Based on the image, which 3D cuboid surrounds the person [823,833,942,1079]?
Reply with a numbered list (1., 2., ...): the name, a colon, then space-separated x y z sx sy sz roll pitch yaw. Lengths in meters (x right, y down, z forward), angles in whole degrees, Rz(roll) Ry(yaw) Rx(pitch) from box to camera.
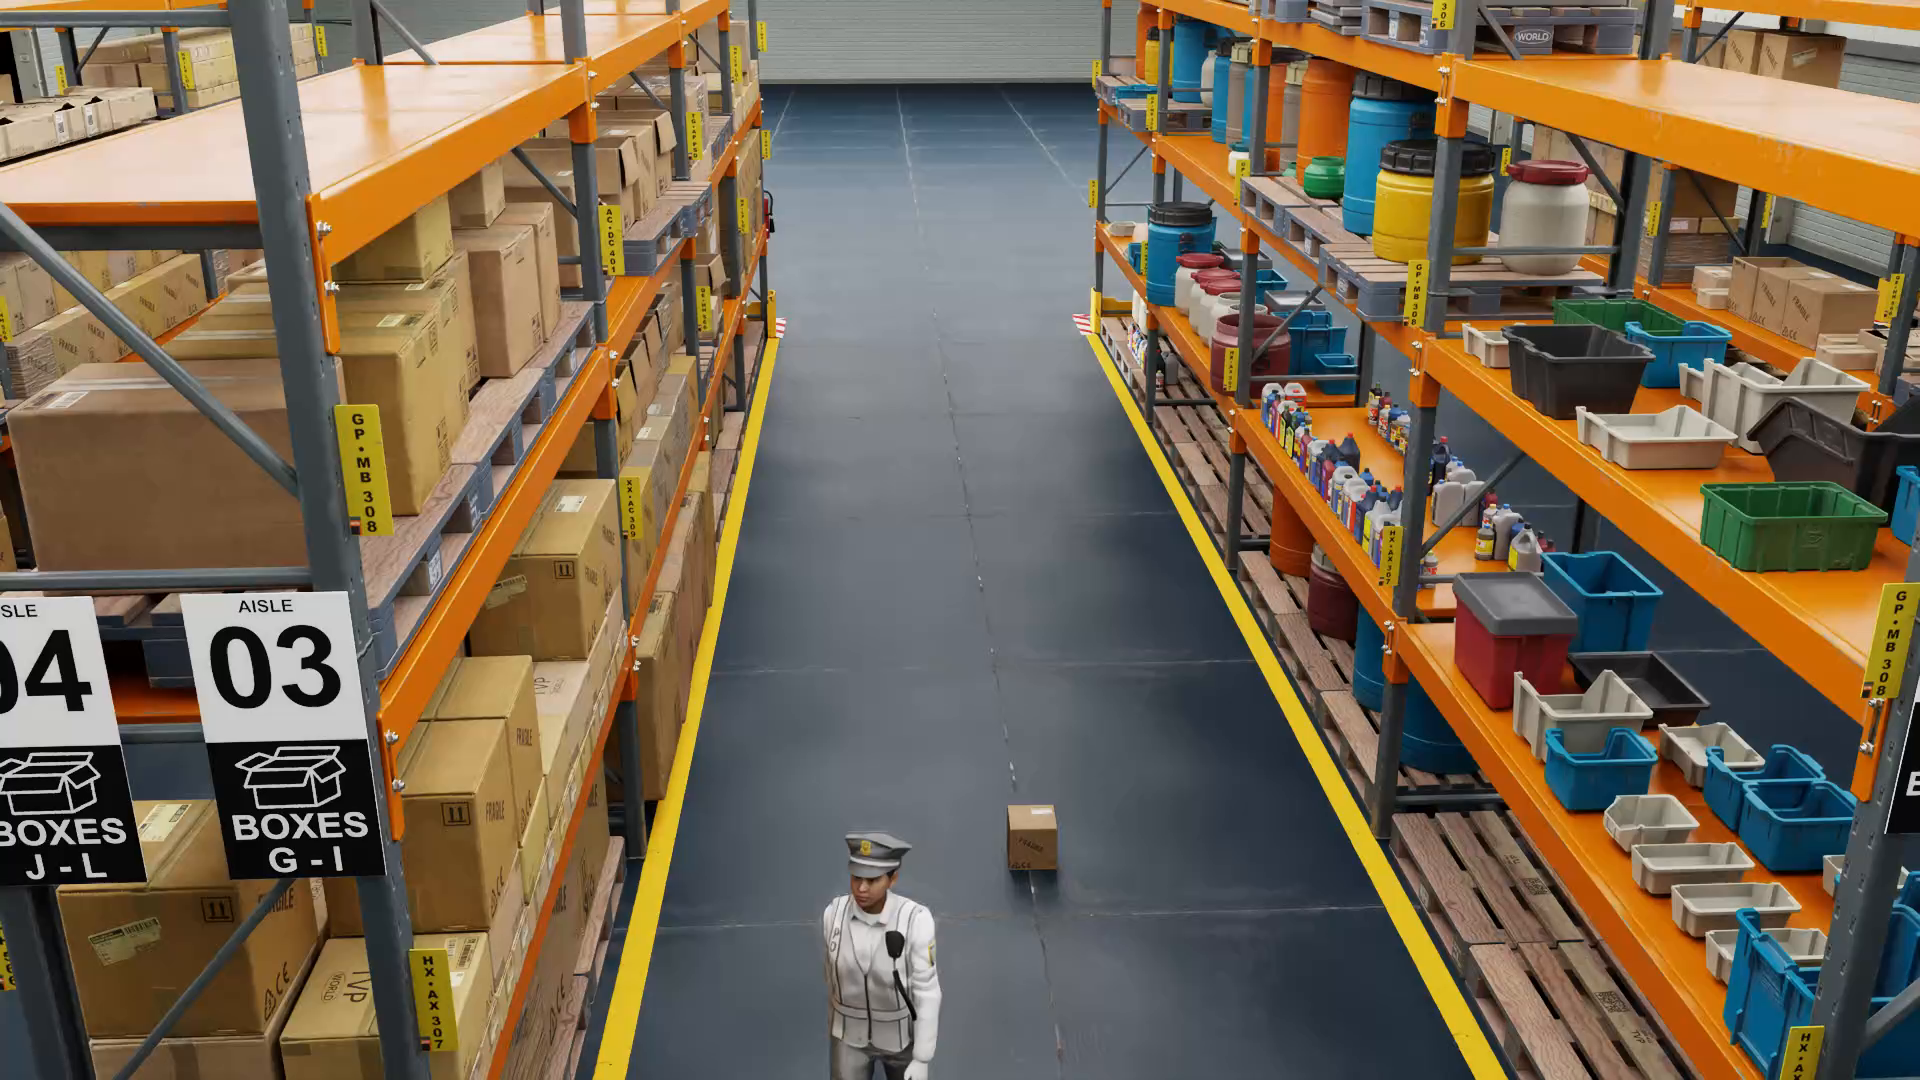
1. person: -0.290 1.814 6.174 0.467 1.646 0.942 3 21 8
